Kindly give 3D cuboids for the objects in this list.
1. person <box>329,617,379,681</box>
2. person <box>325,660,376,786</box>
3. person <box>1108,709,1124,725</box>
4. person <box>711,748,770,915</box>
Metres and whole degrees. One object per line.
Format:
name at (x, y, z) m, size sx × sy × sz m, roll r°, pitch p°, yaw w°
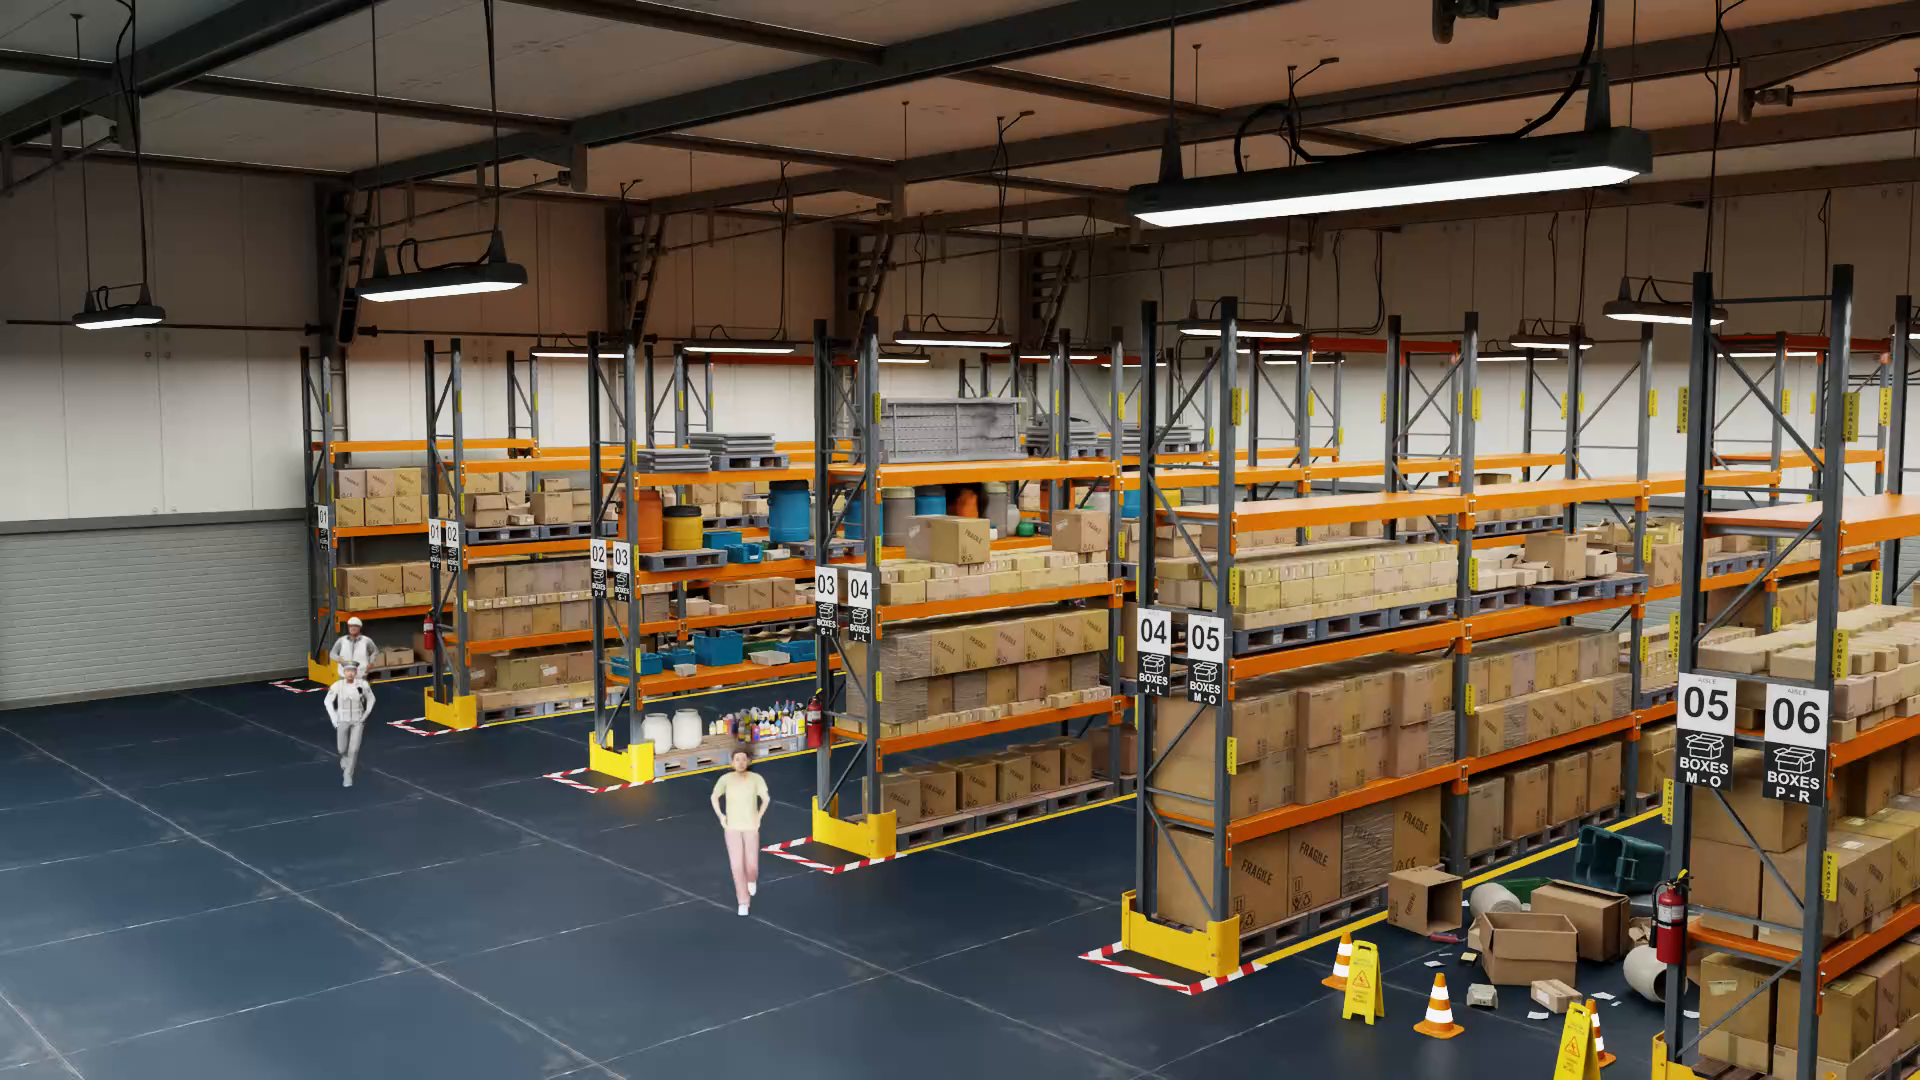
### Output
person at (-9.190, 2.052, 25.208) m, size 0.679 × 1.784 × 0.885 m, roll -1°, pitch 5°, yaw -8°
person at (-8.106, 2.402, 22.168) m, size 0.614 × 1.662 × 0.571 m, roll -2°, pitch 5°, yaw -22°
person at (2.465, 1.856, 24.300) m, size 0.873 × 1.793 × 0.696 m, roll -5°, pitch 7°, yaw -45°
person at (-2.202, 2.884, 16.684) m, size 0.589 × 1.643 × 0.619 m, roll -1°, pitch 5°, yaw -7°
